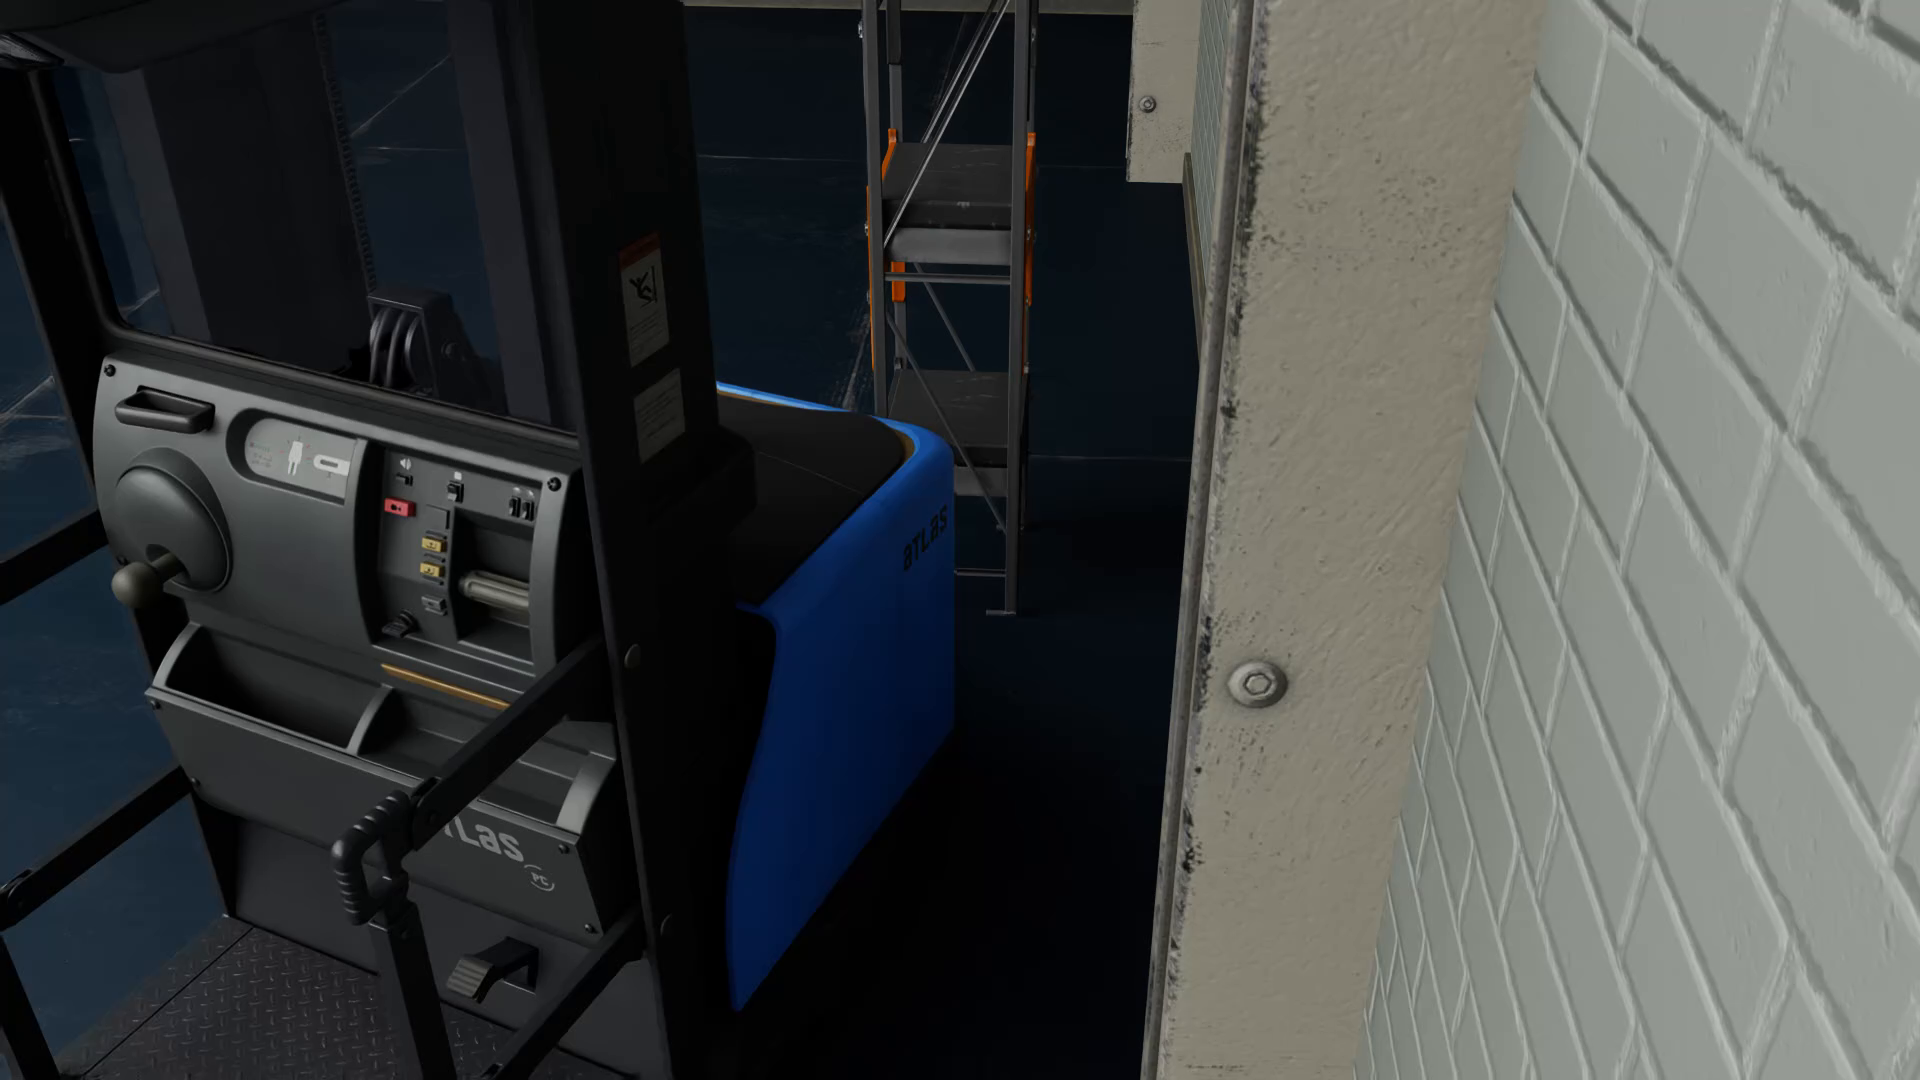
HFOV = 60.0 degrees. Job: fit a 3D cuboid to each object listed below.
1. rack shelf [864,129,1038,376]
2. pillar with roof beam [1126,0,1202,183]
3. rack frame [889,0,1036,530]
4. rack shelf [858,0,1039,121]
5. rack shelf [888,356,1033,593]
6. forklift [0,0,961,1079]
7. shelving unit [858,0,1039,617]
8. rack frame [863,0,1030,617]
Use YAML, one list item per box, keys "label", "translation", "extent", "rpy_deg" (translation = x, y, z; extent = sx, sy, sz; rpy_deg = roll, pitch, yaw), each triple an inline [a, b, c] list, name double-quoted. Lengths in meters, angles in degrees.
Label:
- label: "rack shelf"
  translation: [-0.013, -0.796, 4.566]
  extent: [0.431, 0.518, 0.480]
  rpy_deg: [2, 32, 4]
- label: "pillar with roof beam"
  translation: [-3.314, -5.853, 6.170]
  extent: [9.100, 9.000, 0.400]
  rpy_deg: [2, 32, 4]
- label: "rack frame"
  translation: [0.006, -0.935, 4.766]
  extent: [0.400, 2.100, 0.015]
  rpy_deg: [2, 32, 4]
- label: "rack shelf"
  translation: [-0.013, -1.392, 4.199]
  extent: [0.431, 0.518, 0.480]
  rpy_deg: [2, 32, 4]
- label: "rack shelf"
  translation: [-0.013, -0.200, 4.933]
  extent: [0.431, 0.518, 0.480]
  rpy_deg: [2, 32, 4]
- label: "forklift"
  translation: [-1.079, 0.025, 2.415]
  extent: [1.130, 2.935, 3.031]
  rpy_deg: [14, 34, 21]
- label: "shelving unit"
  translation: [-0.013, -0.807, 4.559]
  extent: [0.431, 2.100, 0.503]
  rpy_deg: [2, 32, 4]
- label: "rack frame"
  translation: [-0.033, -0.680, 4.352]
  extent: [0.400, 2.100, 0.015]
  rpy_deg: [2, 32, 4]
